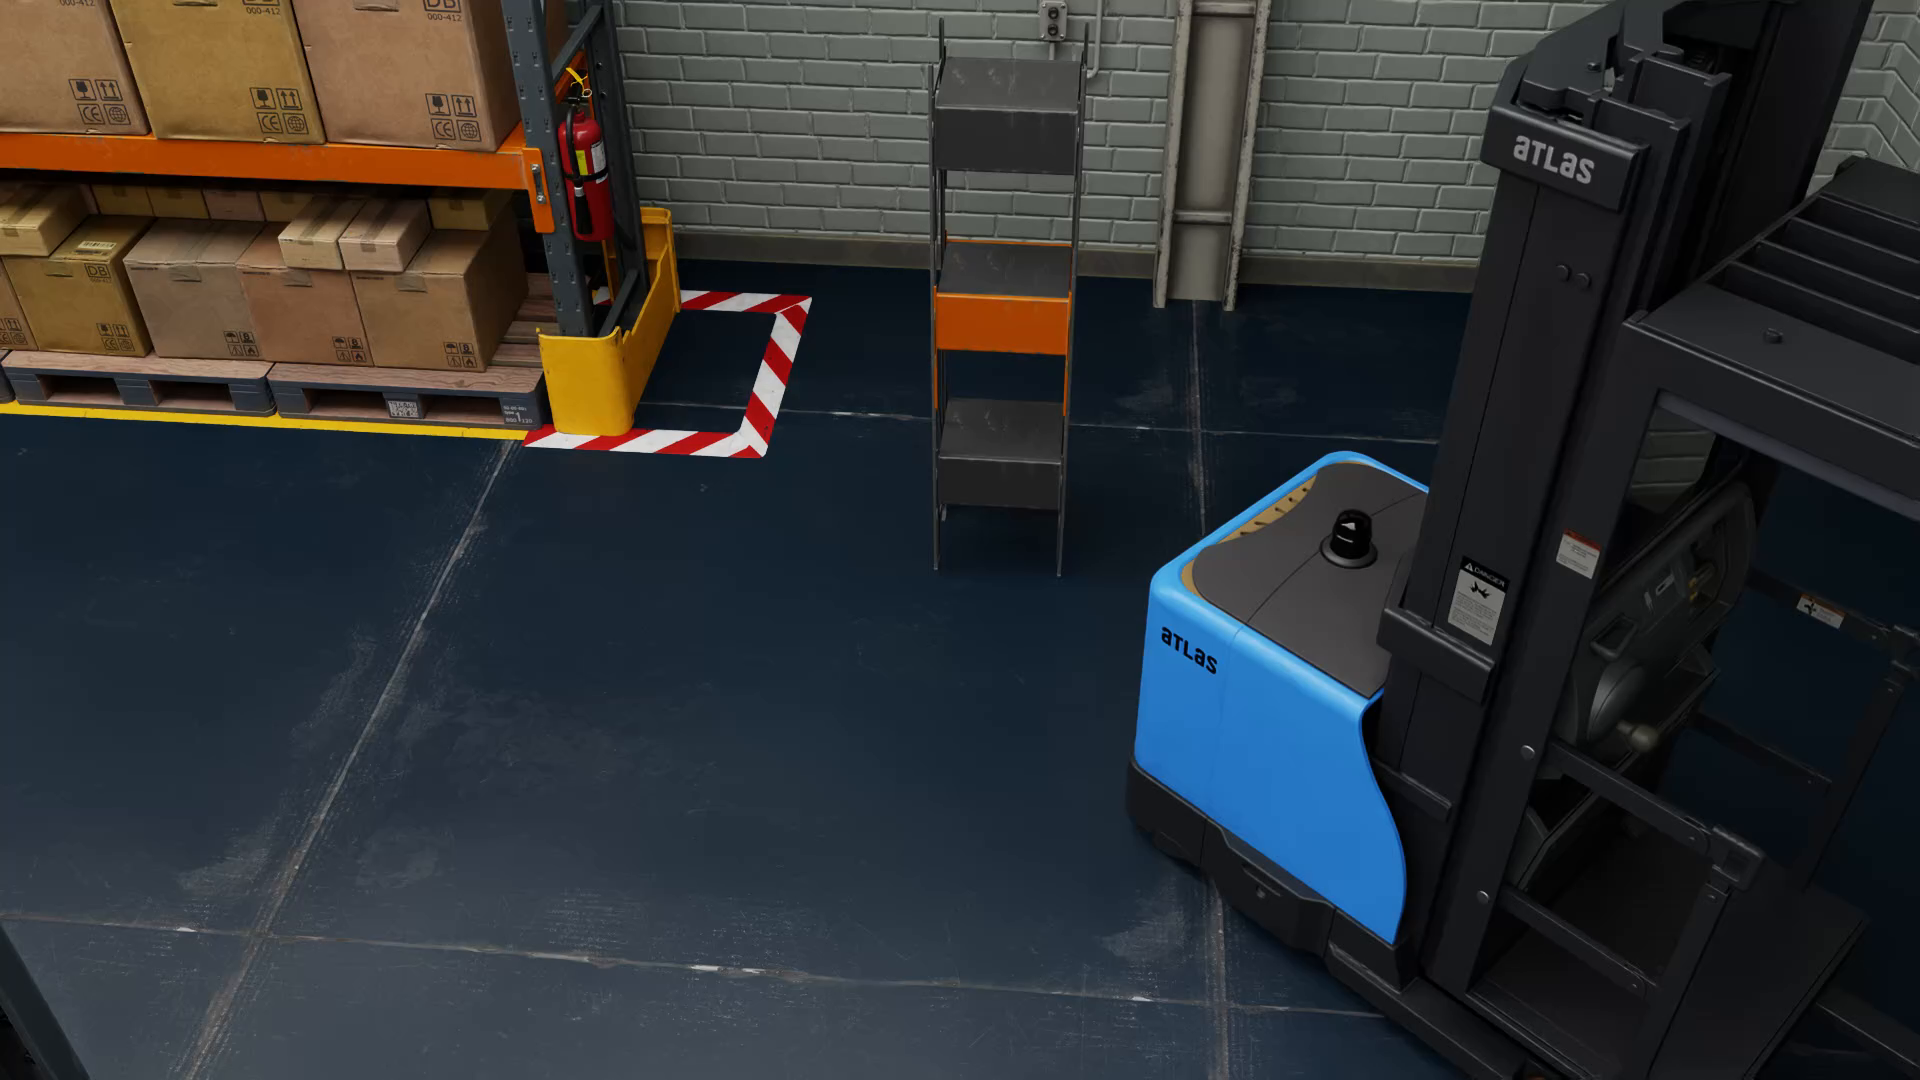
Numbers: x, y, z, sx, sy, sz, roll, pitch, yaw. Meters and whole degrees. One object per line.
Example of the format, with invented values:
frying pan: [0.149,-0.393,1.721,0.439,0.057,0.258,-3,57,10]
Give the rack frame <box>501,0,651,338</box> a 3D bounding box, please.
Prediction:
rack frame: [-1.605,-1.993,6.823,0.127,3.000,1.000,3,39,4]

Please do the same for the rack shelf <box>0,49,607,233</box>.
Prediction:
rack shelf: [-3.598,-1.823,7.184,4.000,0.370,1.077,3,39,4]

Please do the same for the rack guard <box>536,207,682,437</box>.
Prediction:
rack guard: [-1.582,-1.023,7.610,0.348,0.500,1.175,3,39,4]

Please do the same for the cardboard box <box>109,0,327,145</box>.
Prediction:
cardboard box: [-2.840,-2.164,6.795,0.700,0.700,0.980,3,39,3]

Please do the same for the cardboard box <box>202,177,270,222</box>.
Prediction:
cardboard box: [-3.177,-1.587,7.457,0.250,0.149,0.380,4,39,4]

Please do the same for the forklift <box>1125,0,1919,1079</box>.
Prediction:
forklift: [1.934,0.260,4.109,1.130,2.935,3.031,-31,49,-33]

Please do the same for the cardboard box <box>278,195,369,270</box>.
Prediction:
cardboard box: [-2.710,-1.319,7.128,0.250,0.149,0.380,4,39,5]

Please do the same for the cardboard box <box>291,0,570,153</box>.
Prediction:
cardboard box: [-2.114,-2.131,6.755,0.700,0.700,0.980,5,39,6]

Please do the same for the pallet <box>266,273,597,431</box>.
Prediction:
pallet: [-2.409,-0.906,7.696,1.213,0.211,1.003,3,39,4]

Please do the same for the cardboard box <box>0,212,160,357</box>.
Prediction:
cardboard box: [-3.843,-1.241,7.546,0.500,0.500,0.700,4,39,5]

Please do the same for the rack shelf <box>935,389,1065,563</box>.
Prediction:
rack shelf: [0.165,-0.252,6.527,0.480,0.518,0.431,3,39,4]

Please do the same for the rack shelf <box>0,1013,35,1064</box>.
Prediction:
rack shelf: [-4.022,1.292,3.356,4.000,0.370,1.077,3,39,4]

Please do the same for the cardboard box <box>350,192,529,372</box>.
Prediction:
cardboard box: [-2.311,-1.162,7.449,0.500,0.500,0.700,3,39,4]

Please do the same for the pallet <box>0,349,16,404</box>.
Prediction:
pallet: [-4.840,-1.039,7.859,1.213,0.211,1.003,3,39,4]

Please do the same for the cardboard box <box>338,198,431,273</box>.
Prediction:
cardboard box: [-2.455,-1.306,7.112,0.250,0.149,0.380,3,39,3]

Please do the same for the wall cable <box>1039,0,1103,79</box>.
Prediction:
wall cable: [-0.248,-2.913,7.147,1.851,1.984,0.084,3,39,4]

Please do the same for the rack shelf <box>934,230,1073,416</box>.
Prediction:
rack shelf: [0.165,-0.795,6.085,0.480,0.518,0.431,3,39,4]

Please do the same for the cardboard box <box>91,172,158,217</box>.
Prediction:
cardboard box: [-3.685,-1.615,7.491,0.250,0.149,0.380,2,39,3]

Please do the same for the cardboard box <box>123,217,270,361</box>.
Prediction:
cardboard box: [-3.311,-1.216,7.515,0.500,0.500,0.700,2,39,2]

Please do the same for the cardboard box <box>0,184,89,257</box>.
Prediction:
cardboard box: [-4.009,-1.389,7.214,0.250,0.149,0.380,2,39,3]

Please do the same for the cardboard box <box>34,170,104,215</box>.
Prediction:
cardboard box: [-3.942,-1.628,7.508,0.250,0.149,0.380,4,39,4]

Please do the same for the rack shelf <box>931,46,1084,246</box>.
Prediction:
rack shelf: [0.165,-1.338,5.643,0.480,0.518,0.431,3,39,4]

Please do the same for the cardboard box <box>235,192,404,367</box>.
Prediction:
cardboard box: [-2.810,-1.189,7.482,0.500,0.500,0.700,3,39,4]

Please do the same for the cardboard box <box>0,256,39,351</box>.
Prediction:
cardboard box: [-4.354,-1.270,7.582,0.500,0.500,0.700,3,39,3]

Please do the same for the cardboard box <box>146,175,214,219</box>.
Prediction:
cardboard box: [-3.433,-1.600,7.474,0.250,0.149,0.380,4,39,4]

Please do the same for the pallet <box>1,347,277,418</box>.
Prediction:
pallet: [-3.621,-0.974,7.780,1.213,0.211,1.003,3,39,4]

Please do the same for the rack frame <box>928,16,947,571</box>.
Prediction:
rack frame: [-0.078,-0.819,6.092,0.015,2.100,0.400,3,39,4]

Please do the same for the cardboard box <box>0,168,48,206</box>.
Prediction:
cardboard box: [-4.194,-1.642,7.525,0.250,0.149,0.380,2,39,2]

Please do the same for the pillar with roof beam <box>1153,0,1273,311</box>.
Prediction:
pillar with roof beam: [0.788,-2.009,2.090,0.400,9.000,9.100,3,39,4]

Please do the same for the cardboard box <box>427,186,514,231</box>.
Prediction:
cardboard box: [-2.170,-1.533,7.390,0.250,0.149,0.380,3,39,4]

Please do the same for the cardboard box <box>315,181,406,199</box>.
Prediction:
cardboard box: [-2.674,-1.560,7.424,0.250,0.149,0.380,3,39,4]

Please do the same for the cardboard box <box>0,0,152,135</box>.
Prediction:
cardboard box: [-3.599,-2.211,6.853,0.700,0.700,0.980,1,39,2]

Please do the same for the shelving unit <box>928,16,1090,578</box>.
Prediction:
shelving unit: [0.165,-0.805,6.076,0.503,2.100,0.431,3,39,4]

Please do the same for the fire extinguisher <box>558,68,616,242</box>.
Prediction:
fire extinguisher: [-1.495,-1.520,6.598,0.183,0.674,0.296,3,39,4]

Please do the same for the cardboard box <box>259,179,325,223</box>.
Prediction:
cardboard box: [-2.924,-1.574,7.441,0.250,0.149,0.380,3,39,4]

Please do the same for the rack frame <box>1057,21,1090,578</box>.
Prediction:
rack frame: [0.408,-0.792,6.060,0.015,2.100,0.400,3,39,4]
